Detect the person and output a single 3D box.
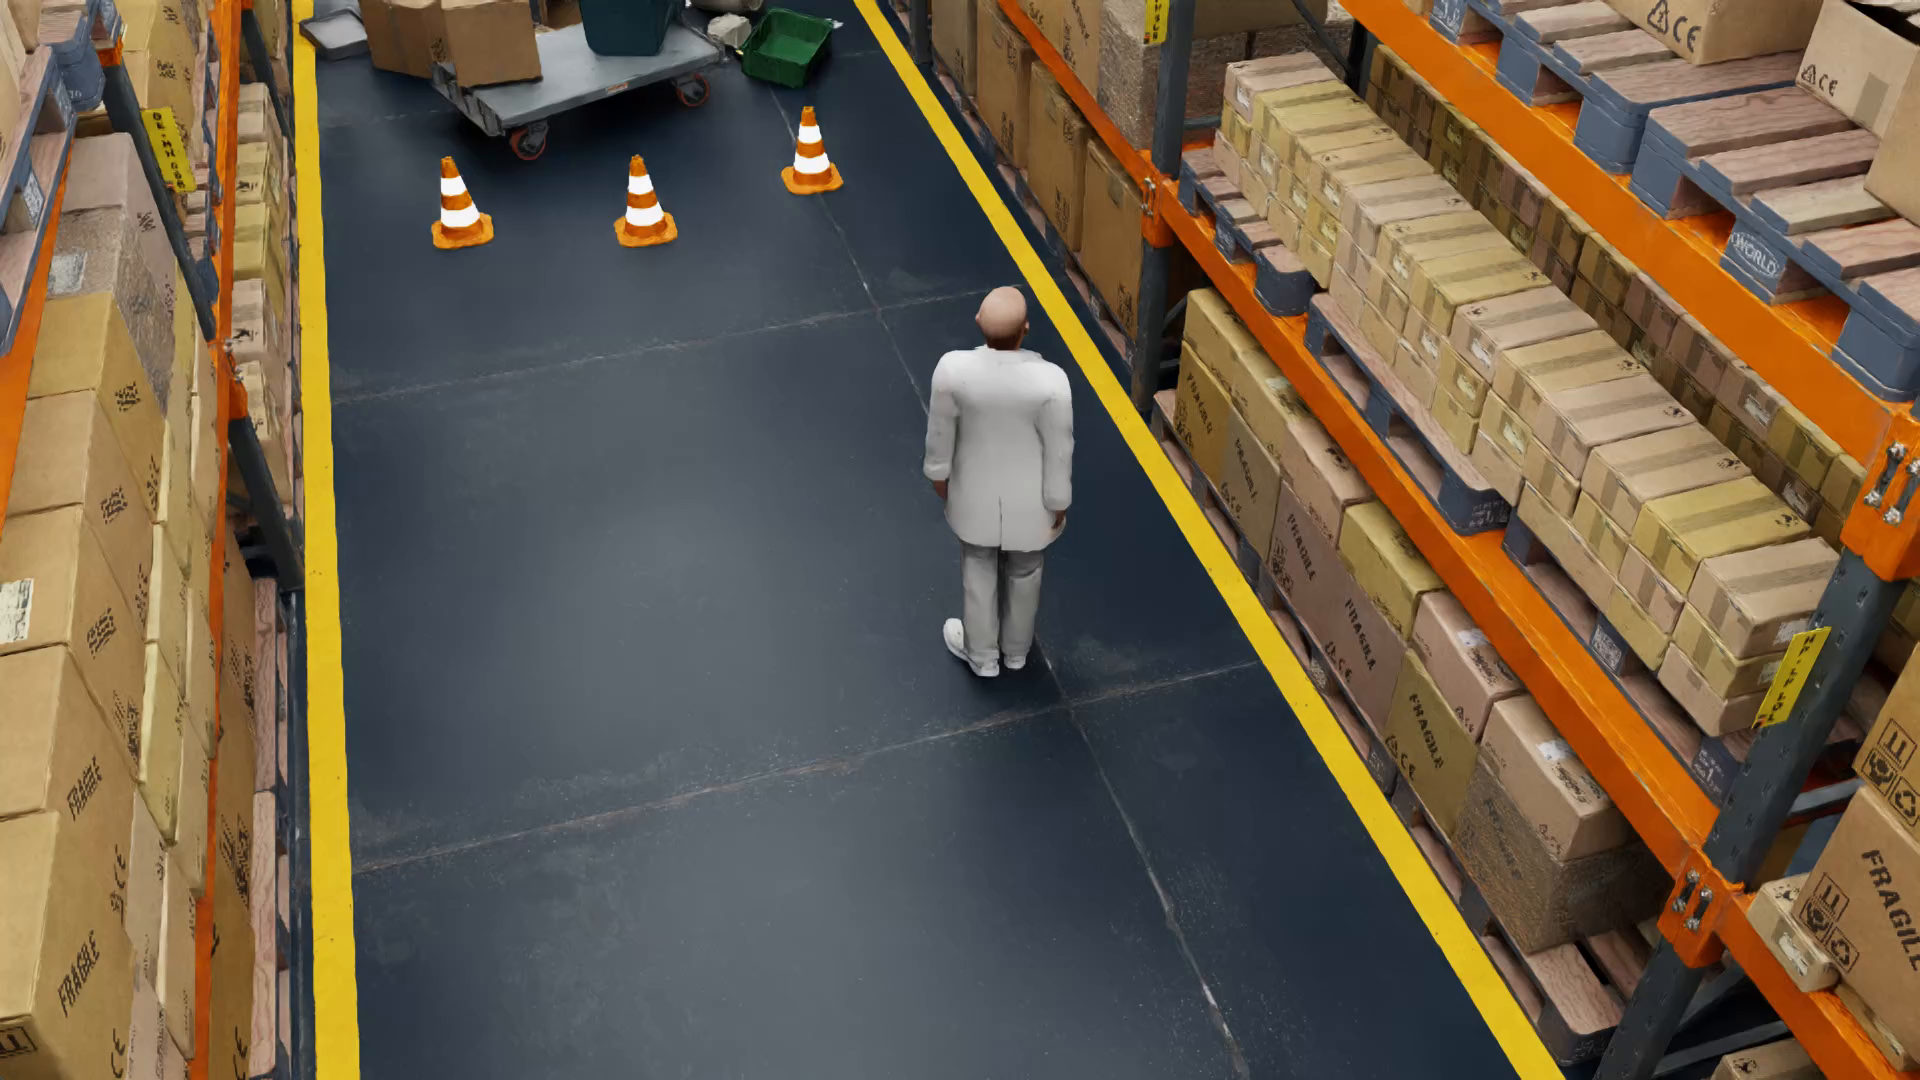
[{"bbox_3d":[0.149,-0.222,6.410,0.597,1.784,0.475,9,42,10],"label":"person"}]
